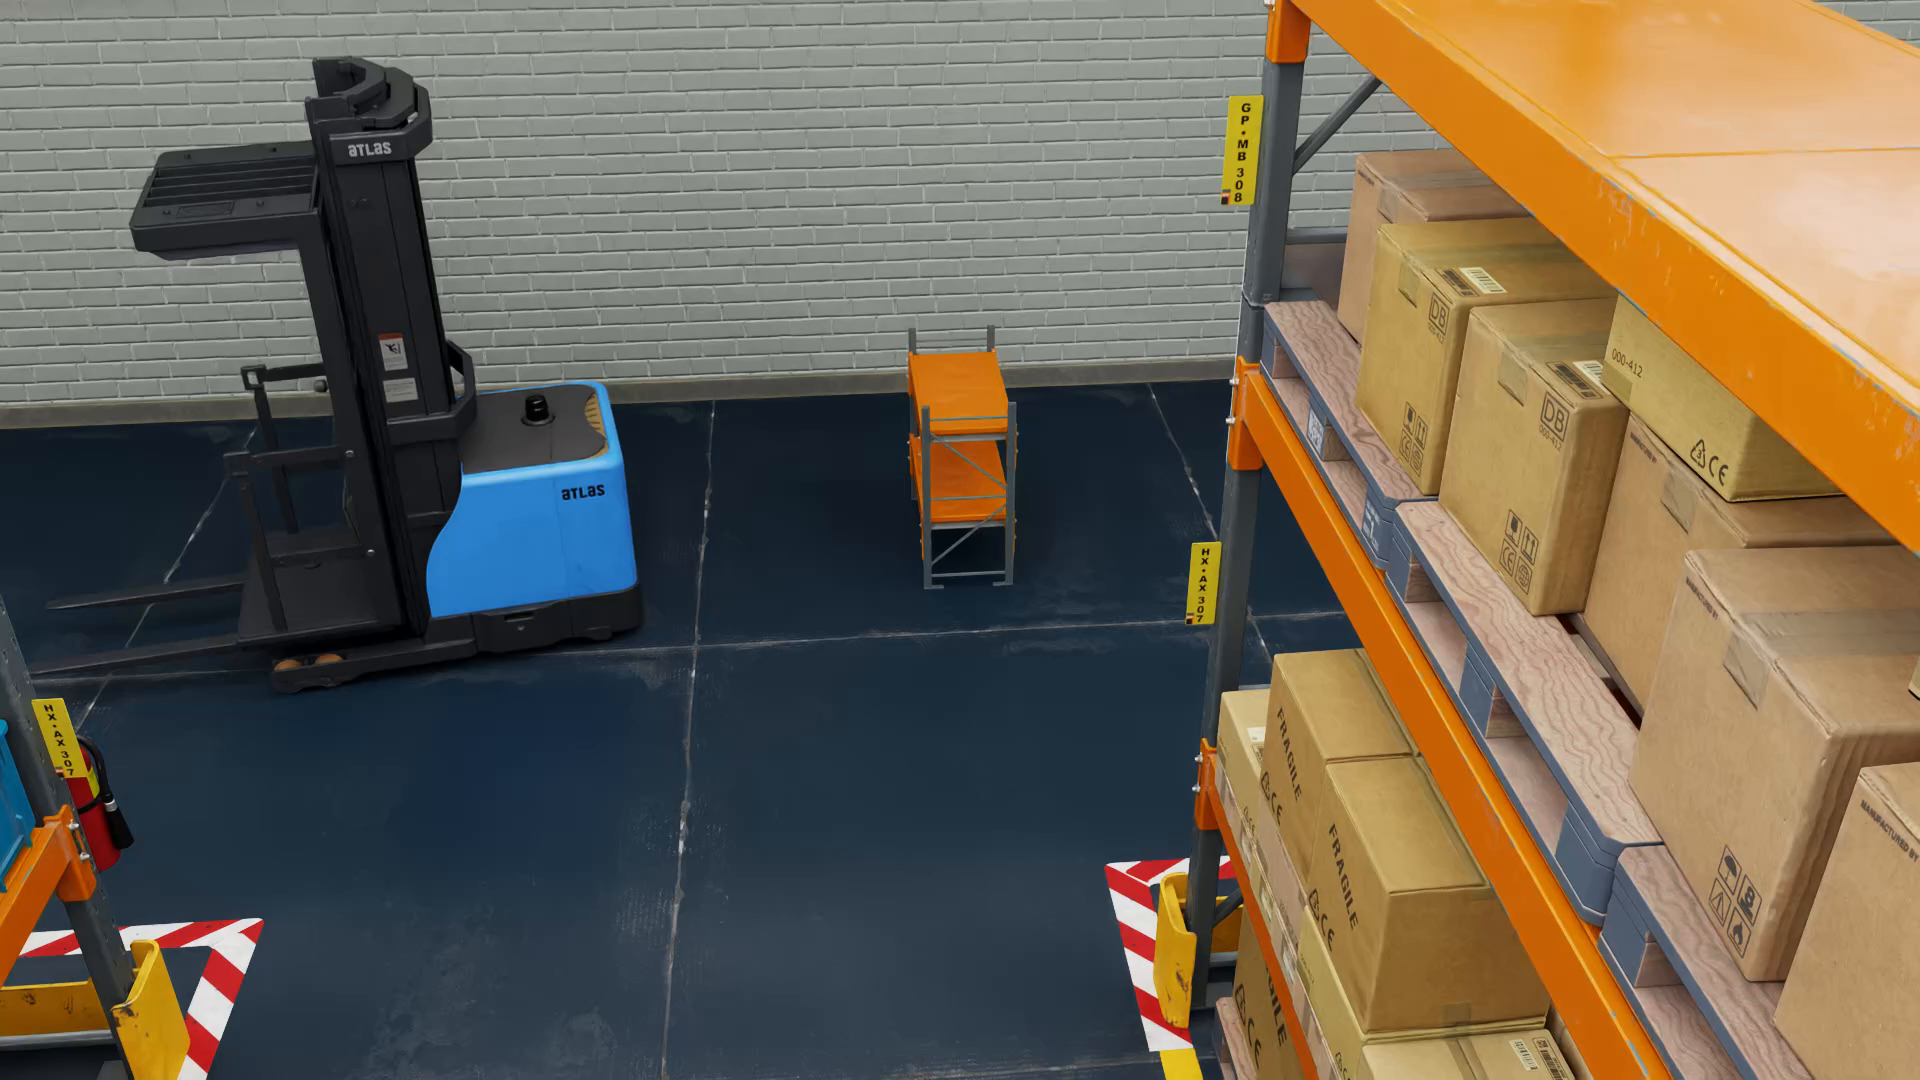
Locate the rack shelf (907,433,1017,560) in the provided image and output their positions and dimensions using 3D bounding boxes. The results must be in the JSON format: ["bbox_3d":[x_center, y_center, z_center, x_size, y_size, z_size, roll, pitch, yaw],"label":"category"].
[{"bbox_3d":[-0.001,-0.276,9.593,0.538,0.278,1.000,-3,31,-5],"label":"rack shelf"}]

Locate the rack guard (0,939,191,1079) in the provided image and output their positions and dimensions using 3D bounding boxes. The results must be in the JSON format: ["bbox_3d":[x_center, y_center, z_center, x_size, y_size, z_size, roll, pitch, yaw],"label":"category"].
[{"bbox_3d":[-3.566,1.830,6.199,1.175,0.500,0.348,-3,31,-5],"label":"rack guard"}]

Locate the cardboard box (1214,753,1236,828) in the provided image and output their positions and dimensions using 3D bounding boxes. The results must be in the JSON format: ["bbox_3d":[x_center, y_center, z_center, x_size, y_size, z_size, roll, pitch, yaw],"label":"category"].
[{"bbox_3d":[1.085,0.837,5.670,0.380,0.149,0.250,-2,31,-4],"label":"cardboard box"}]

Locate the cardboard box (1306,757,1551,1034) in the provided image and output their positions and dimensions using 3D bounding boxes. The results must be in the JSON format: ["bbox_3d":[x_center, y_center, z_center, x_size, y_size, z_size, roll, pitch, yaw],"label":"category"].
[{"bbox_3d":[1.258,0.924,4.404,0.500,0.500,0.500,-4,31,-6],"label":"cardboard box"}]

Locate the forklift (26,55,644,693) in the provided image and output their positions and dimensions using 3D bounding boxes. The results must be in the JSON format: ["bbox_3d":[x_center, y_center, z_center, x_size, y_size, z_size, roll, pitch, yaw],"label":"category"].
[{"bbox_3d":[-3.268,-0.783,8.202,3.031,2.935,1.130,-8,32,-14],"label":"forklift"}]

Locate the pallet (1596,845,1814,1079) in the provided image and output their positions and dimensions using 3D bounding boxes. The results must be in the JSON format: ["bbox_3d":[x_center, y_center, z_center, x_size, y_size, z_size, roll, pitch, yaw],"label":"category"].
[{"bbox_3d":[1.688,0.906,2.470,1.003,0.211,1.213,-3,31,-5],"label":"pallet"}]

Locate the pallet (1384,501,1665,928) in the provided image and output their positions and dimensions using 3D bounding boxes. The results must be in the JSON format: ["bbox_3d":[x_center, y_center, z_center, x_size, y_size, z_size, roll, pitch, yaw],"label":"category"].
[{"bbox_3d":[1.577,0.284,3.510,1.003,0.211,1.213,-3,31,-5],"label":"pallet"}]

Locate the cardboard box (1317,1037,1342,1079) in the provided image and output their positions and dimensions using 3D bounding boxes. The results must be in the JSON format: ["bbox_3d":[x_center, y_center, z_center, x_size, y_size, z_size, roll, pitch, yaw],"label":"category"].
[{"bbox_3d":[1.208,1.493,4.571,0.380,0.149,0.250,-3,31,-5],"label":"cardboard box"}]

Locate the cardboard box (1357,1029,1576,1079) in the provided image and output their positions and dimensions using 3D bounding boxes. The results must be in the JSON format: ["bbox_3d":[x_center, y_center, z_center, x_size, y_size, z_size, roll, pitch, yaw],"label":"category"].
[{"bbox_3d":[1.309,1.514,4.146,0.500,0.250,0.500,-3,31,-6],"label":"cardboard box"}]

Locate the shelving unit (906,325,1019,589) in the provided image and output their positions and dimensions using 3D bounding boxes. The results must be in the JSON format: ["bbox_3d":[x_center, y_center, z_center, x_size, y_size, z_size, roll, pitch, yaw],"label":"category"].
[{"bbox_3d":[-0.001,-0.486,9.468,0.538,1.125,1.048,-3,31,-5],"label":"shelving unit"}]

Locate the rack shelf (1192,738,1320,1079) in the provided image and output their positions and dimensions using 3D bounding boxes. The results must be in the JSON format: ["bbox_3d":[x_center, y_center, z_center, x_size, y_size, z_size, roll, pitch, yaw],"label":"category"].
[{"bbox_3d":[1.567,1.862,4.410,1.077,0.370,4.000,-3,31,-5],"label":"rack shelf"}]

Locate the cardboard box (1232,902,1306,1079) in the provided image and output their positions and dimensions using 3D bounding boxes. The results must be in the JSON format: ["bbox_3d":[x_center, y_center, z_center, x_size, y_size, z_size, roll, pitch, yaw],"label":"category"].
[{"bbox_3d":[1.520,1.586,5.832,0.875,0.875,0.875,-3,31,-5],"label":"cardboard box"}]

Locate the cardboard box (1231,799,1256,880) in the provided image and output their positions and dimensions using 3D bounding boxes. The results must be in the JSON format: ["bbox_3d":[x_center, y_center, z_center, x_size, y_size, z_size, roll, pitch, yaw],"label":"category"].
[{"bbox_3d":[1.110,0.967,5.451,0.380,0.149,0.250,-3,31,-5],"label":"cardboard box"}]

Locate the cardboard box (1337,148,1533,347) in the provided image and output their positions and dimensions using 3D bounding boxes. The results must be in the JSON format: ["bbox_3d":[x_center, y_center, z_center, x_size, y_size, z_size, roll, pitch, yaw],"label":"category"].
[{"bbox_3d":[1.482,-0.759,4.567,0.700,0.500,0.500,-5,31,-8],"label":"cardboard box"}]

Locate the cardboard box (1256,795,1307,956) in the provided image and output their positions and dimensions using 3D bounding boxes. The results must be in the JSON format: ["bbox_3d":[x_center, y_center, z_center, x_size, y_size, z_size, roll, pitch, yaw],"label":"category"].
[{"bbox_3d":[1.212,0.991,5.022,0.500,0.250,0.500,-3,31,-5],"label":"cardboard box"}]

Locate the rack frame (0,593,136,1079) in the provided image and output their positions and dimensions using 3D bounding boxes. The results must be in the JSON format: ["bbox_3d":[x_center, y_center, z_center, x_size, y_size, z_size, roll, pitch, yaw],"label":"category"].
[{"bbox_3d":[-3.551,0.769,5.538,1.000,3.000,0.127,-3,31,-5],"label":"rack frame"}]

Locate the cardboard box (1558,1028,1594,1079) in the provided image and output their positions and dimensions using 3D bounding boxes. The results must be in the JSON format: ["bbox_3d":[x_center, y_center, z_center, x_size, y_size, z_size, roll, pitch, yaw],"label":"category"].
[{"bbox_3d":[1.837,1.488,4.191,0.500,0.250,0.500,-3,31,-4],"label":"cardboard box"}]

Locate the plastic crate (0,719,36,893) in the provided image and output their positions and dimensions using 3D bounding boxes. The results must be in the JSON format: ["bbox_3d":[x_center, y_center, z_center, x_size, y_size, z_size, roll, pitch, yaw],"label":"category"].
[{"bbox_3d":[-3.334,0.890,5.242,0.616,0.435,0.499,-3,31,-5],"label":"plastic crate"}]

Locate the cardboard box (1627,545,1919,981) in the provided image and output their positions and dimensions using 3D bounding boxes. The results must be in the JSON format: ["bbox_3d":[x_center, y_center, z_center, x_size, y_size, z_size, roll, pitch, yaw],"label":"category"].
[{"bbox_3d":[1.575,0.348,2.712,0.700,0.500,0.500,-1,31,-2],"label":"cardboard box"}]

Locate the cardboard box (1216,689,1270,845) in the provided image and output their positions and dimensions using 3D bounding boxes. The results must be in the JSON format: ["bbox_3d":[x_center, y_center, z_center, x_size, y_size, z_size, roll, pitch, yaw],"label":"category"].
[{"bbox_3d":[1.156,0.726,5.466,0.500,0.250,0.500,-4,31,-6],"label":"cardboard box"}]

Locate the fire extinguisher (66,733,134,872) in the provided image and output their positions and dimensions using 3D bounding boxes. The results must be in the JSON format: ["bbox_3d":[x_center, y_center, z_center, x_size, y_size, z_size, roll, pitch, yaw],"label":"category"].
[{"bbox_3d":[-3.113,0.863,5.819,0.296,0.674,0.183,-3,31,-5],"label":"fire extinguisher"}]

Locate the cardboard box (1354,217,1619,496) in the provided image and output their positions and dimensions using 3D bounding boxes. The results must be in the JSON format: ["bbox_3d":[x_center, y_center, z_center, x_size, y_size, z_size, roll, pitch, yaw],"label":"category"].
[{"bbox_3d":[1.415,-0.466,4.076,0.700,0.500,0.500,-4,31,-6],"label":"cardboard box"}]

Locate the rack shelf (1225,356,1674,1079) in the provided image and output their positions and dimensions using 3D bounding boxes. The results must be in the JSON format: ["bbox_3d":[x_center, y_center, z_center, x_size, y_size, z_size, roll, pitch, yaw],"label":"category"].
[{"bbox_3d":[1.567,0.574,3.641,1.077,0.370,4.000,-3,31,-5],"label":"rack shelf"}]

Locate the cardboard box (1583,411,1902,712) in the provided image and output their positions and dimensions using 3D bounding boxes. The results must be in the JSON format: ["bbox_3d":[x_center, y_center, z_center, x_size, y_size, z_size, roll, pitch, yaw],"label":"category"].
[{"bbox_3d":[1.668,0.075,3.170,0.700,0.500,0.500,-1,31,-2],"label":"cardboard box"}]

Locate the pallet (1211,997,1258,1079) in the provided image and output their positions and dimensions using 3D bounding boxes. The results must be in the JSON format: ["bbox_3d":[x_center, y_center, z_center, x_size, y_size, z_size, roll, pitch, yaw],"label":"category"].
[{"bbox_3d":[1.533,2.133,5.973,1.003,0.211,1.213,-3,31,-5],"label":"pallet"}]

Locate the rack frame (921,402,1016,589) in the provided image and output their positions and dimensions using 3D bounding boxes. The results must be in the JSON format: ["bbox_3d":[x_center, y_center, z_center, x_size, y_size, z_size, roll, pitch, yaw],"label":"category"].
[{"bbox_3d":[0.047,-0.227,9.033,0.500,1.125,0.032,-3,31,-5],"label":"rack frame"}]

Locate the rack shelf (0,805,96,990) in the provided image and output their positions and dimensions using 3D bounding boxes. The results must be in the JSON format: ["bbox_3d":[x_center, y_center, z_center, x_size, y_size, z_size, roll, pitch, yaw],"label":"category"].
[{"bbox_3d":[-3.364,2.099,4.013,1.077,0.370,4.000,-3,31,-5],"label":"rack shelf"}]

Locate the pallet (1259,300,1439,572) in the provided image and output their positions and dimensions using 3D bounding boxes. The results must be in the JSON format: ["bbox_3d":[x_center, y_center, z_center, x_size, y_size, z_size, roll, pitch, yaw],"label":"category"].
[{"bbox_3d":[1.460,-0.340,4.556,1.003,0.211,1.213,-3,31,-5],"label":"pallet"}]

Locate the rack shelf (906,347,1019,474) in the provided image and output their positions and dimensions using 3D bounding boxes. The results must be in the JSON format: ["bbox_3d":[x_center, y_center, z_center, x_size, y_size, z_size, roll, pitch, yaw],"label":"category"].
[{"bbox_3d":[-0.001,-0.738,9.318,0.538,0.278,1.000,-3,31,-5],"label":"rack shelf"}]

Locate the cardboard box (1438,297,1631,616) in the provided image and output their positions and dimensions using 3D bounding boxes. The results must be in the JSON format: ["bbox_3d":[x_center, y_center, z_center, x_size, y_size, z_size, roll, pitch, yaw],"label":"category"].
[{"bbox_3d":[1.511,-0.205,3.638,0.700,0.500,0.500,-5,31,-8],"label":"cardboard box"}]

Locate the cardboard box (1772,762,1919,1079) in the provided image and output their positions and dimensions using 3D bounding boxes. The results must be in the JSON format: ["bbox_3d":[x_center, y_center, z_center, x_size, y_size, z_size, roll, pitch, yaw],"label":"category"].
[{"bbox_3d":[1.621,0.623,2.252,0.700,0.500,0.500,-5,31,-8],"label":"cardboard box"}]

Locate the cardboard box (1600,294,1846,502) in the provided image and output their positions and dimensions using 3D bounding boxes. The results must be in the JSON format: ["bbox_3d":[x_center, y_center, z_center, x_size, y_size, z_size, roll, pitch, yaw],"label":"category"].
[{"bbox_3d":[1.559,-0.312,3.087,0.500,0.250,0.500,-4,31,-6],"label":"cardboard box"}]

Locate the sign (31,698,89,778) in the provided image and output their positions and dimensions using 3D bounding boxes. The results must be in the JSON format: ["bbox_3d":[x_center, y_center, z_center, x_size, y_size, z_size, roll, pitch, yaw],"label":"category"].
[{"bbox_3d":[-3.005,0.664,5.554,0.100,0.325,0.005,-3,31,-5],"label":"sign"}]

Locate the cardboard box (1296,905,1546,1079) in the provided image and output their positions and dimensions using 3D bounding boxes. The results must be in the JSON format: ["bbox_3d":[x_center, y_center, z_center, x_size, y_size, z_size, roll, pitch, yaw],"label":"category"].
[{"bbox_3d":[1.255,1.248,4.592,0.500,0.250,0.500,-4,31,-6],"label":"cardboard box"}]

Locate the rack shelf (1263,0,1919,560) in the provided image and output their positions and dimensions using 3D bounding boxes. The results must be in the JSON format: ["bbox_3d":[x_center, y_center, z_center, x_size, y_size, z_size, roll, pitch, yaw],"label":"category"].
[{"bbox_3d":[1.567,-0.542,2.974,1.077,0.370,4.000,-3,31,-5],"label":"rack shelf"}]

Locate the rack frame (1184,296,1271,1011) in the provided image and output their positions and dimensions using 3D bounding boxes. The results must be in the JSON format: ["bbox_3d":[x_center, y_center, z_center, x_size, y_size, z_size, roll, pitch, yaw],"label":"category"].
[{"bbox_3d":[1.380,0.532,5.935,1.000,3.000,0.127,-3,31,-5],"label":"rack frame"}]

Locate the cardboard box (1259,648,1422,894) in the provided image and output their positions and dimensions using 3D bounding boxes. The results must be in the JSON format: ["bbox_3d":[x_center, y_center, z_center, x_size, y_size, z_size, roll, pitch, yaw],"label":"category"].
[{"bbox_3d":[1.203,0.660,4.846,0.500,0.500,0.500,-3,31,-6],"label":"cardboard box"}]

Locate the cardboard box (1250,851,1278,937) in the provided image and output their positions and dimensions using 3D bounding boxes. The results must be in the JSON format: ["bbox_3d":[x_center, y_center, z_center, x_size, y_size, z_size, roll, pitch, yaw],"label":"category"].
[{"bbox_3d":[1.135,1.098,5.232,0.380,0.149,0.250,-3,31,-6],"label":"cardboard box"}]

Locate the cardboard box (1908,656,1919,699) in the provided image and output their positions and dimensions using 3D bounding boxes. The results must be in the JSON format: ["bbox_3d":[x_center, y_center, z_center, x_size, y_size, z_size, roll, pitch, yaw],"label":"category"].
[{"bbox_3d":[1.673,0.217,2.200,0.500,0.250,0.500,-5,31,-8],"label":"cardboard box"}]

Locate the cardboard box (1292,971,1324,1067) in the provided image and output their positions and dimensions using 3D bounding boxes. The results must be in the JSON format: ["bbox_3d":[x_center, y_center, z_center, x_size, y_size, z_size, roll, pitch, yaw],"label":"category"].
[{"bbox_3d":[1.183,1.361,4.792,0.380,0.149,0.250,-3,31,-6],"label":"cardboard box"}]

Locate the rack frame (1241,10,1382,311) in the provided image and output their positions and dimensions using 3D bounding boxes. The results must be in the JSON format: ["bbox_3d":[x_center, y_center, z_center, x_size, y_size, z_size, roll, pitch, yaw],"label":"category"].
[{"bbox_3d":[1.380,-2.044,4.397,1.000,3.000,0.127,-3,31,-5],"label":"rack frame"}]

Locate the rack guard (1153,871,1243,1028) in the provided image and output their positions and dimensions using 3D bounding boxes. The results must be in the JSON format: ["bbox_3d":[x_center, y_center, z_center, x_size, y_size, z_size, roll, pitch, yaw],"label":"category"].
[{"bbox_3d":[1.378,1.592,6.597,1.175,0.500,0.348,-3,31,-5],"label":"rack guard"}]

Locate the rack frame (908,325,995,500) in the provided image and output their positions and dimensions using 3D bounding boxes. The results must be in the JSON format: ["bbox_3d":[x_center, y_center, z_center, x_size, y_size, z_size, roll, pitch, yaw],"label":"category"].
[{"bbox_3d":[-0.048,-0.746,9.902,0.500,1.125,0.032,-3,31,-5],"label":"rack frame"}]

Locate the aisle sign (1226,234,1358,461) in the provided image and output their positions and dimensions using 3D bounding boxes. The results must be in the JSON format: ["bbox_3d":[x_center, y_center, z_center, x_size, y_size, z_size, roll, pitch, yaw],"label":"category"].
[{"bbox_3d":[1.075,-0.607,5.306,0.394,0.787,0.004,-3,31,-5],"label":"aisle sign"}]

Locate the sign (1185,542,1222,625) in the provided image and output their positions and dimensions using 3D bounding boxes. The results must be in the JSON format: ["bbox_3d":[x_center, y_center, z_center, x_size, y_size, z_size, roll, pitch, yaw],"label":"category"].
[{"bbox_3d":[0.827,0.149,5.654,0.100,0.325,0.005,-3,31,-5],"label":"sign"}]

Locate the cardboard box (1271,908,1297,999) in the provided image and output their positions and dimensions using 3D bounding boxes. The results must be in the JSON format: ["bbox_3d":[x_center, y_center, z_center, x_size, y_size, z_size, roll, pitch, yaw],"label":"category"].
[{"bbox_3d":[1.160,1.231,5.009,0.380,0.149,0.250,-3,31,-5],"label":"cardboard box"}]

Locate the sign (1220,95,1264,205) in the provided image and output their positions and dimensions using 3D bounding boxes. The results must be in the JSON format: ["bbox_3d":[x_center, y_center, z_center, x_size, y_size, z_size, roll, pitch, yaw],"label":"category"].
[{"bbox_3d":[0.827,-1.142,4.882,0.100,0.325,0.005,-3,31,-5],"label":"sign"}]

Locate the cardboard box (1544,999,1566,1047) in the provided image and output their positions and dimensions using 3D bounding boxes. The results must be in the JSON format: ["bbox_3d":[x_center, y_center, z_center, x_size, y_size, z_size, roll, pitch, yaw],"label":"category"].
[{"bbox_3d":[1.785,1.222,4.636,0.500,0.250,0.500,-4,31,-6],"label":"cardboard box"}]
